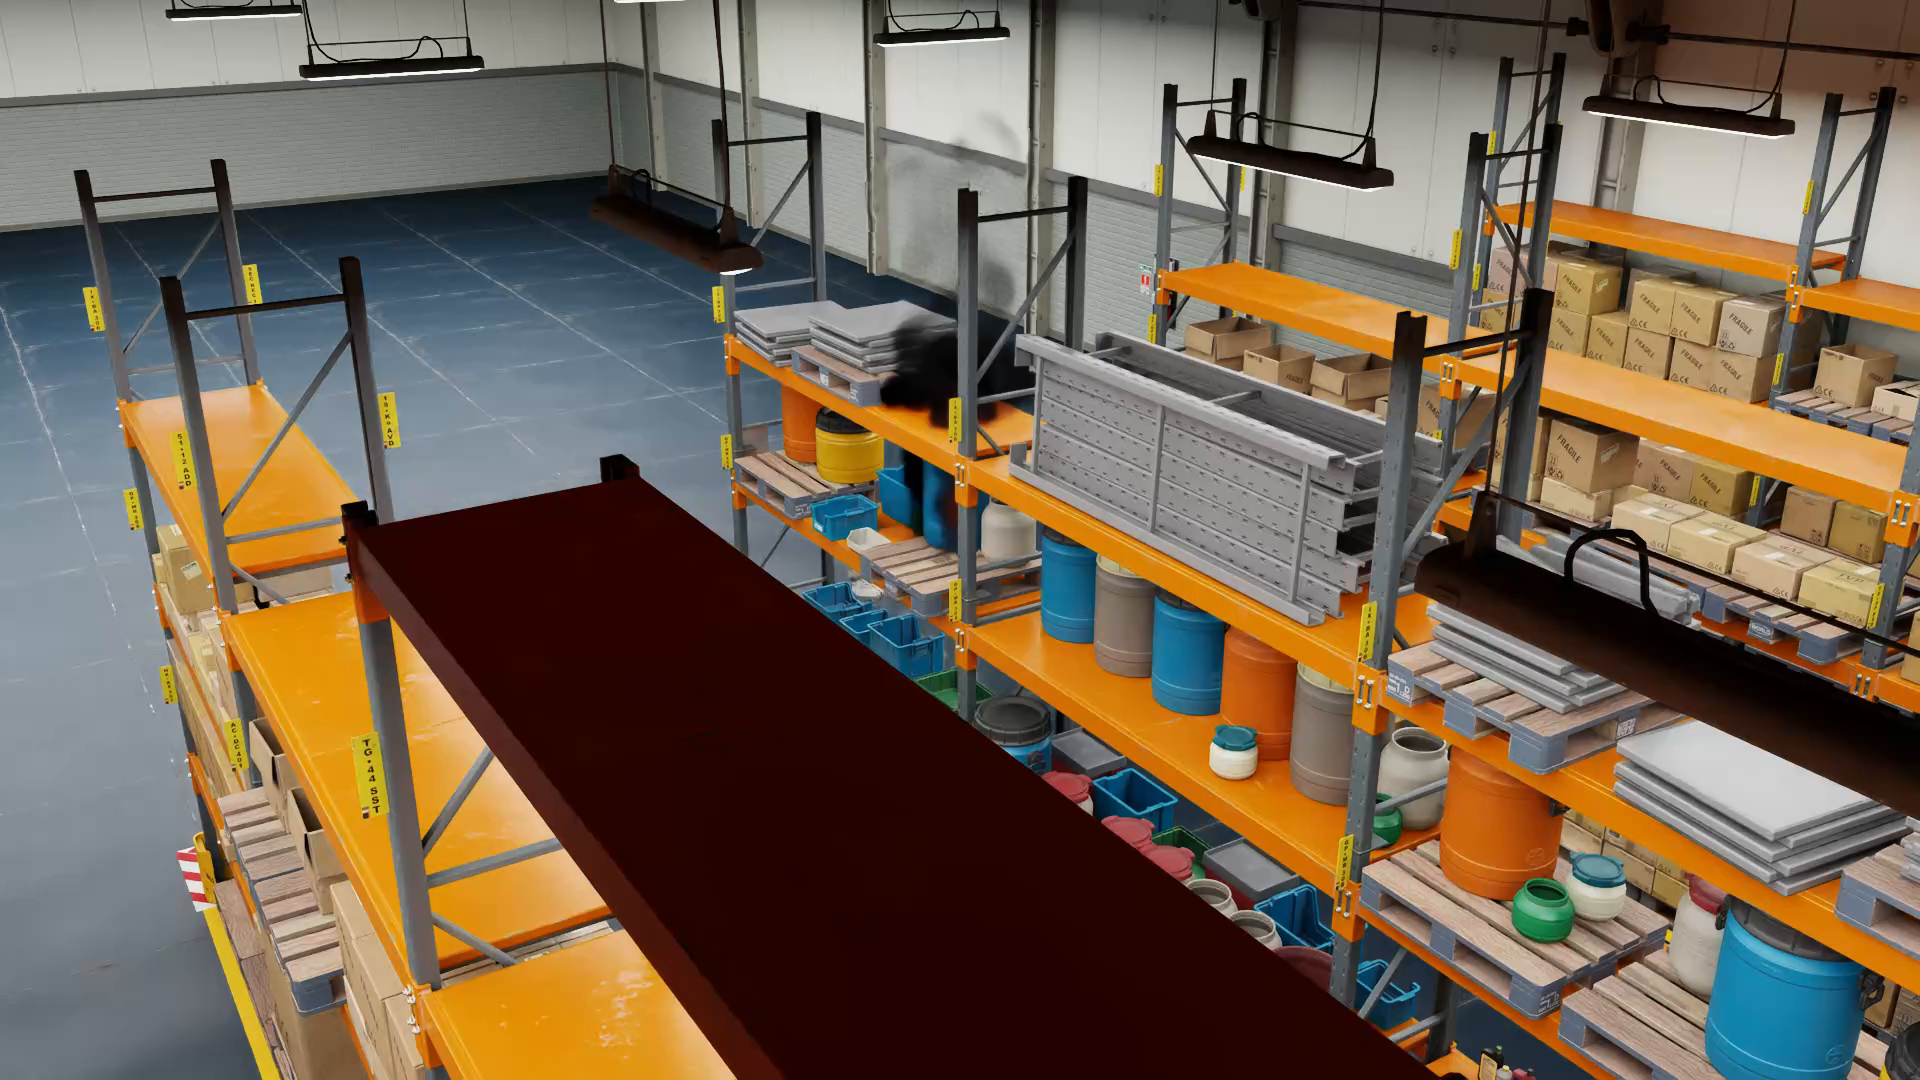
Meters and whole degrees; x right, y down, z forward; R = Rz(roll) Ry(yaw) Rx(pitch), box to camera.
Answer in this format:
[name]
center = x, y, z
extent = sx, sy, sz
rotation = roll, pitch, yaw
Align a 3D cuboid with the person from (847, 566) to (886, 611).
[person]
center = -0.975, 0.528, 17.783
extent = 0.903, 1.754, 0.678
rotation = 13, 25, 29
